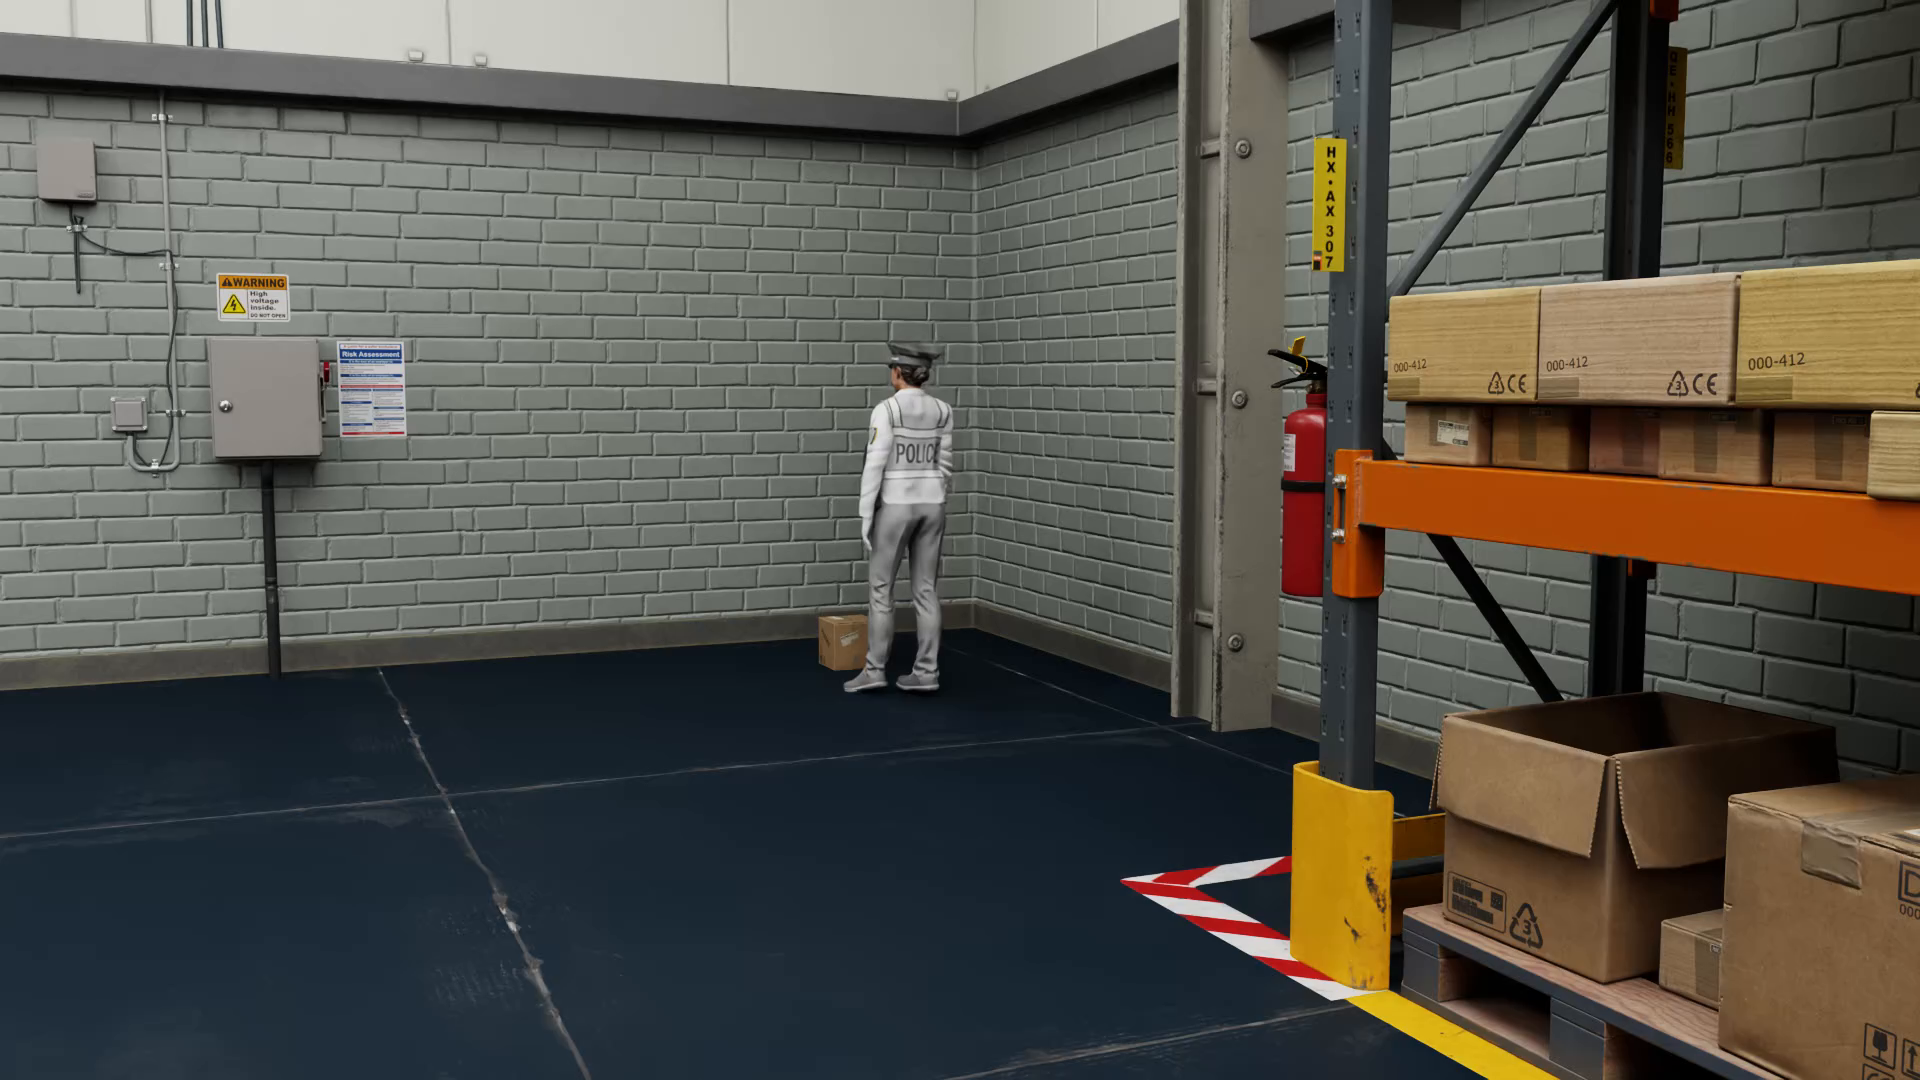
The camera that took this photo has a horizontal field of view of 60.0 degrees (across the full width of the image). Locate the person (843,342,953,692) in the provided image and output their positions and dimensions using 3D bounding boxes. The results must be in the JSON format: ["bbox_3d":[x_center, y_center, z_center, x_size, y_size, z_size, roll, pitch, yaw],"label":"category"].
[{"bbox_3d":[-0.284,-0.098,7.976,0.508,1.697,0.480,-3,6,-32],"label":"person"}]
